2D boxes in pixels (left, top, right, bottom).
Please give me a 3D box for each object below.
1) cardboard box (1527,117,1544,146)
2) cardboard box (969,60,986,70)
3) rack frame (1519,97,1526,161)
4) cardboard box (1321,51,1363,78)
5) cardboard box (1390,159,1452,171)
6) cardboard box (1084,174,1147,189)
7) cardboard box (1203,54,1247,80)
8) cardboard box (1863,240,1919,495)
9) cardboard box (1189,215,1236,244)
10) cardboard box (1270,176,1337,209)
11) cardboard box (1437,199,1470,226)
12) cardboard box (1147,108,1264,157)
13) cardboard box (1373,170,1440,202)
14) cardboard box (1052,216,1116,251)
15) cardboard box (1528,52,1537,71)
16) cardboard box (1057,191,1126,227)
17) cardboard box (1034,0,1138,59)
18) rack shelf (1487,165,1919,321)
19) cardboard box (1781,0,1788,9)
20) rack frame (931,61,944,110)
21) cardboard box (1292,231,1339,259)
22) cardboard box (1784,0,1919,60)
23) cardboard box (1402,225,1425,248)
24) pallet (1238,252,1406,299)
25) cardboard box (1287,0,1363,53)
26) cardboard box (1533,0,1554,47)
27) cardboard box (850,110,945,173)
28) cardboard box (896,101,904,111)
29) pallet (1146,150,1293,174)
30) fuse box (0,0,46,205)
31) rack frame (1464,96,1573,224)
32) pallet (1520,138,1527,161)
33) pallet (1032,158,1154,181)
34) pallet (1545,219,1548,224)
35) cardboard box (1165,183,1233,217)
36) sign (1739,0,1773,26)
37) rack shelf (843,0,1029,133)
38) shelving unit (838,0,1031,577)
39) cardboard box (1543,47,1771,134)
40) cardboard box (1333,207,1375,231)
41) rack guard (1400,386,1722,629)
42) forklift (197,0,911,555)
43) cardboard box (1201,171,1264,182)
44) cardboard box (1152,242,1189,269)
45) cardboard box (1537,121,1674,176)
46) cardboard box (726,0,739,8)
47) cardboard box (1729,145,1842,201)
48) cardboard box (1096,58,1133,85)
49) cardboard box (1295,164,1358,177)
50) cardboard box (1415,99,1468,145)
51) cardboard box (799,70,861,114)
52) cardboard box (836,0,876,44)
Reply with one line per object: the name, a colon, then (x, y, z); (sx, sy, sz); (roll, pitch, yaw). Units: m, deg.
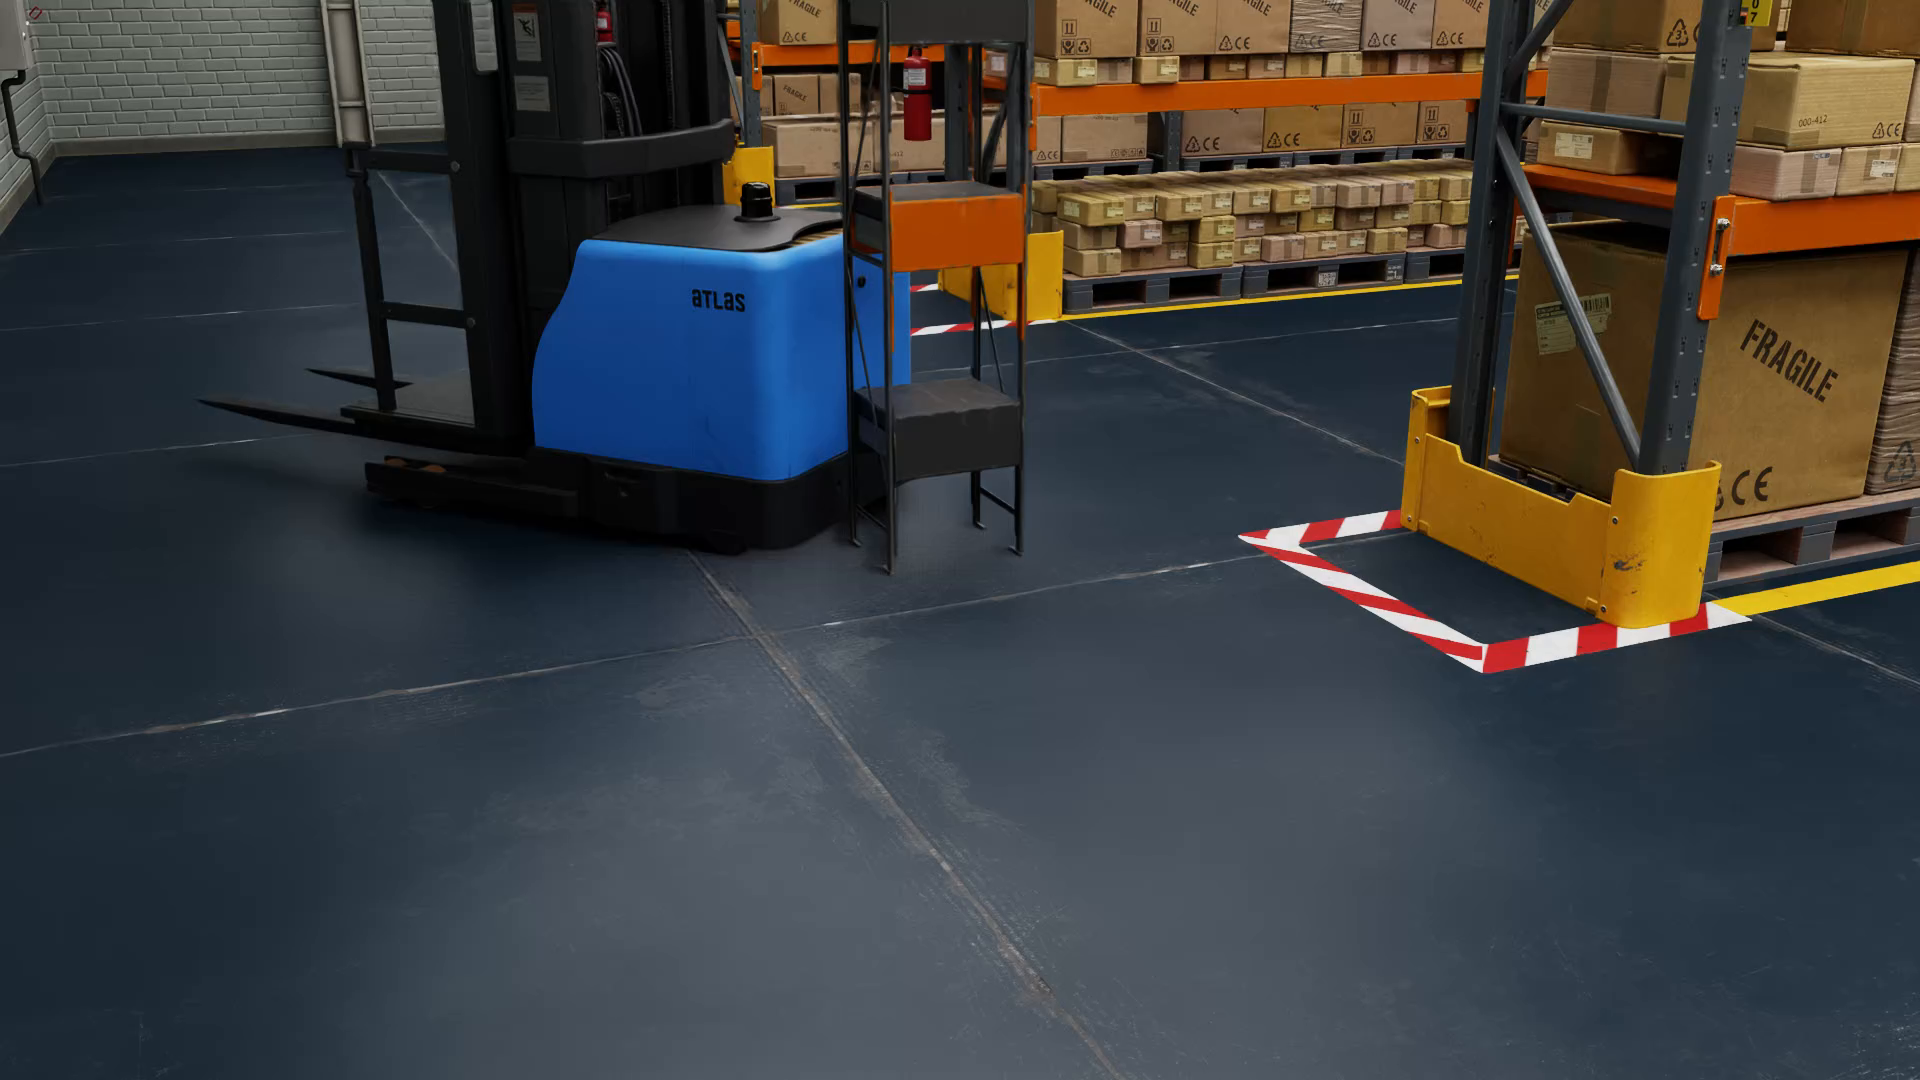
cardboard box: (4.414, -2.932, 11.834); (0.500, 0.250, 0.500); (-9, 21, -23)
cardboard box: (0.242, -5.684, 19.804); (0.250, 0.149, 0.380); (-7, 21, -19)
rack frame: (5.450, -5.406, 16.860); (0.127, 3.000, 1.000); (-8, 21, -22)
cardboard box: (2.254, -2.929, 10.202); (0.250, 0.149, 0.380); (-8, 21, -21)
cardboard box: (3.156, -2.518, 11.420); (0.250, 0.149, 0.380); (-7, 21, -19)
cardboard box: (0.984, -2.227, 10.595); (0.250, 0.149, 0.380); (-9, 21, -23)
cardboard box: (1.513, -2.851, 9.981); (0.250, 0.149, 0.380); (-8, 21, -22)
cardboard box: (3.421, -0.756, 6.220); (0.875, 0.875, 0.875); (-8, 21, -22)
cardboard box: (1.483, -1.921, 10.173); (0.250, 0.149, 0.380); (-7, 21, -20)
cardboard box: (2.167, -2.198, 10.514); (0.250, 0.149, 0.380); (-8, 21, -22)
cardboard box: (3.185, -2.159, 10.850); (0.250, 0.149, 0.380); (-9, 21, -24)
cardboard box: (2.315, -4.182, 15.950); (0.875, 0.875, 0.875); (-7, 21, -20)
cardboard box: (2.893, -2.301, 10.804); (0.250, 0.149, 0.380); (-7, 21, -20)
cardboard box: (0.741, -1.842, 9.949); (0.250, 0.149, 0.380); (-7, 21, -20)
cardboard box: (3.468, -3.089, 10.658); (0.250, 0.149, 0.380); (-9, 21, -23)
cardboard box: (0.773, -1.957, 9.828); (0.250, 0.149, 0.380); (-9, 21, -24)
cardboard box: (0.679, -3.020, 9.484); (0.500, 0.500, 0.500); (-7, 21, -19)
rack shelf: (3.866, -1.256, 6.155); (4.000, 0.370, 1.077); (-8, 21, -22)
cardboard box: (5.334, -3.655, 11.183); (0.250, 0.149, 0.380); (-7, 21, -20)
rack frame: (-0.192, -6.393, 19.663); (0.127, 3.000, 1.000); (-8, 21, -22)
cardboard box: (2.181, -1.890, 10.533); (0.250, 0.149, 0.380); (-8, 21, -22)
cardboard box: (3.036, -1.802, 5.271); (0.500, 0.500, 0.500); (-9, 21, -23)
cardboard box: (2.827, -2.021, 10.906); (0.250, 0.149, 0.380); (-9, 21, -23)
pallet: (2.106, -1.808, 10.838); (1.213, 0.211, 1.003); (-8, 21, -22)
cardboard box: (2.081, -3.228, 10.074); (0.500, 0.500, 0.500); (-9, 21, -23)
cardboard box: (3.498, -3.422, 10.625); (0.500, 0.500, 0.500); (-8, 21, -22)
cardboard box: (-0.492, -3.584, 14.909); (0.875, 0.438, 0.875); (-8, 21, -20)
cardboard box: (-0.588, -5.084, 19.604); (0.250, 0.149, 0.380); (-9, 21, -24)
pallet: (2.456, -3.689, 16.182); (1.213, 0.211, 1.003); (-8, 21, -22)
fuse box: (-7.762, -3.657, 13.832); (0.414, 1.711, 0.539); (-8, 21, -22)
rack frame: (3.831, -3.384, 11.116); (0.127, 3.000, 1.000); (-8, 21, -22)
pallet: (6.168, -4.193, 17.614); (1.213, 0.211, 1.003); (-8, 21, -22)
pallet: (1.048, -3.489, 15.612); (1.213, 0.211, 1.003); (-8, 21, -22)
pallet: (4.545, -2.171, 11.871); (1.213, 0.211, 1.003); (-8, 21, -22)
cardboard box: (1.456, -2.082, 10.183); (0.250, 0.149, 0.380); (-9, 21, -25)
sign: (2.244, -1.607, 4.648); (0.005, 0.325, 0.100); (-8, 21, -22)
rack shelf: (-0.086, -1.607, 5.358); (0.480, 0.518, 0.431); (-8, 21, -23)
shelving unit: (-0.086, -0.960, 5.586); (0.503, 2.100, 0.431); (-8, 21, -23)
cardboard box: (2.369, -1.546, 5.674); (0.500, 0.250, 0.500); (-9, 21, -23)
cardboard box: (2.435, -2.087, 10.647); (0.250, 0.149, 0.380); (-9, 21, -24)
rack guard: (2.008, -0.150, 5.694); (0.348, 0.500, 1.175); (-8, 21, -22)
forklift: (-1.729, -1.649, 6.291); (3.031, 2.935, 1.130); (9, 21, 24)
cardboard box: (1.758, -2.295, 10.788); (0.250, 0.149, 0.380); (-9, 21, -24)
cardboard box: (1.199, -1.777, 10.211); (0.250, 0.149, 0.380); (-8, 21, -21)
cardboard box: (2.226, -1.361, 5.748); (0.250, 0.149, 0.380); (-8, 21, -21)
cardboard box: (-2.415, -6.048, 18.461); (0.500, 0.250, 0.500); (-9, 21, -23)
cardboard box: (2.486, -1.159, 5.177); (0.250, 0.149, 0.380); (-8, 21, -21)
cardboard box: (0.802, -2.728, 9.631); (0.250, 0.149, 0.380); (-7, 21, -20)
cardboard box: (2.447, -2.419, 11.141); (0.250, 0.149, 0.380); (-8, 21, -21)
cardboard box: (4.783, -4.537, 16.957); (0.875, 0.875, 0.875); (-8, 21, -22)
cardboard box: (-1.513, -5.175, 19.334); (0.500, 0.500, 0.700); (-9, 21, -24)
cardboard box: (-0.888, -4.452, 13.998); (0.500, 0.500, 0.500); (-8, 21, -23)
